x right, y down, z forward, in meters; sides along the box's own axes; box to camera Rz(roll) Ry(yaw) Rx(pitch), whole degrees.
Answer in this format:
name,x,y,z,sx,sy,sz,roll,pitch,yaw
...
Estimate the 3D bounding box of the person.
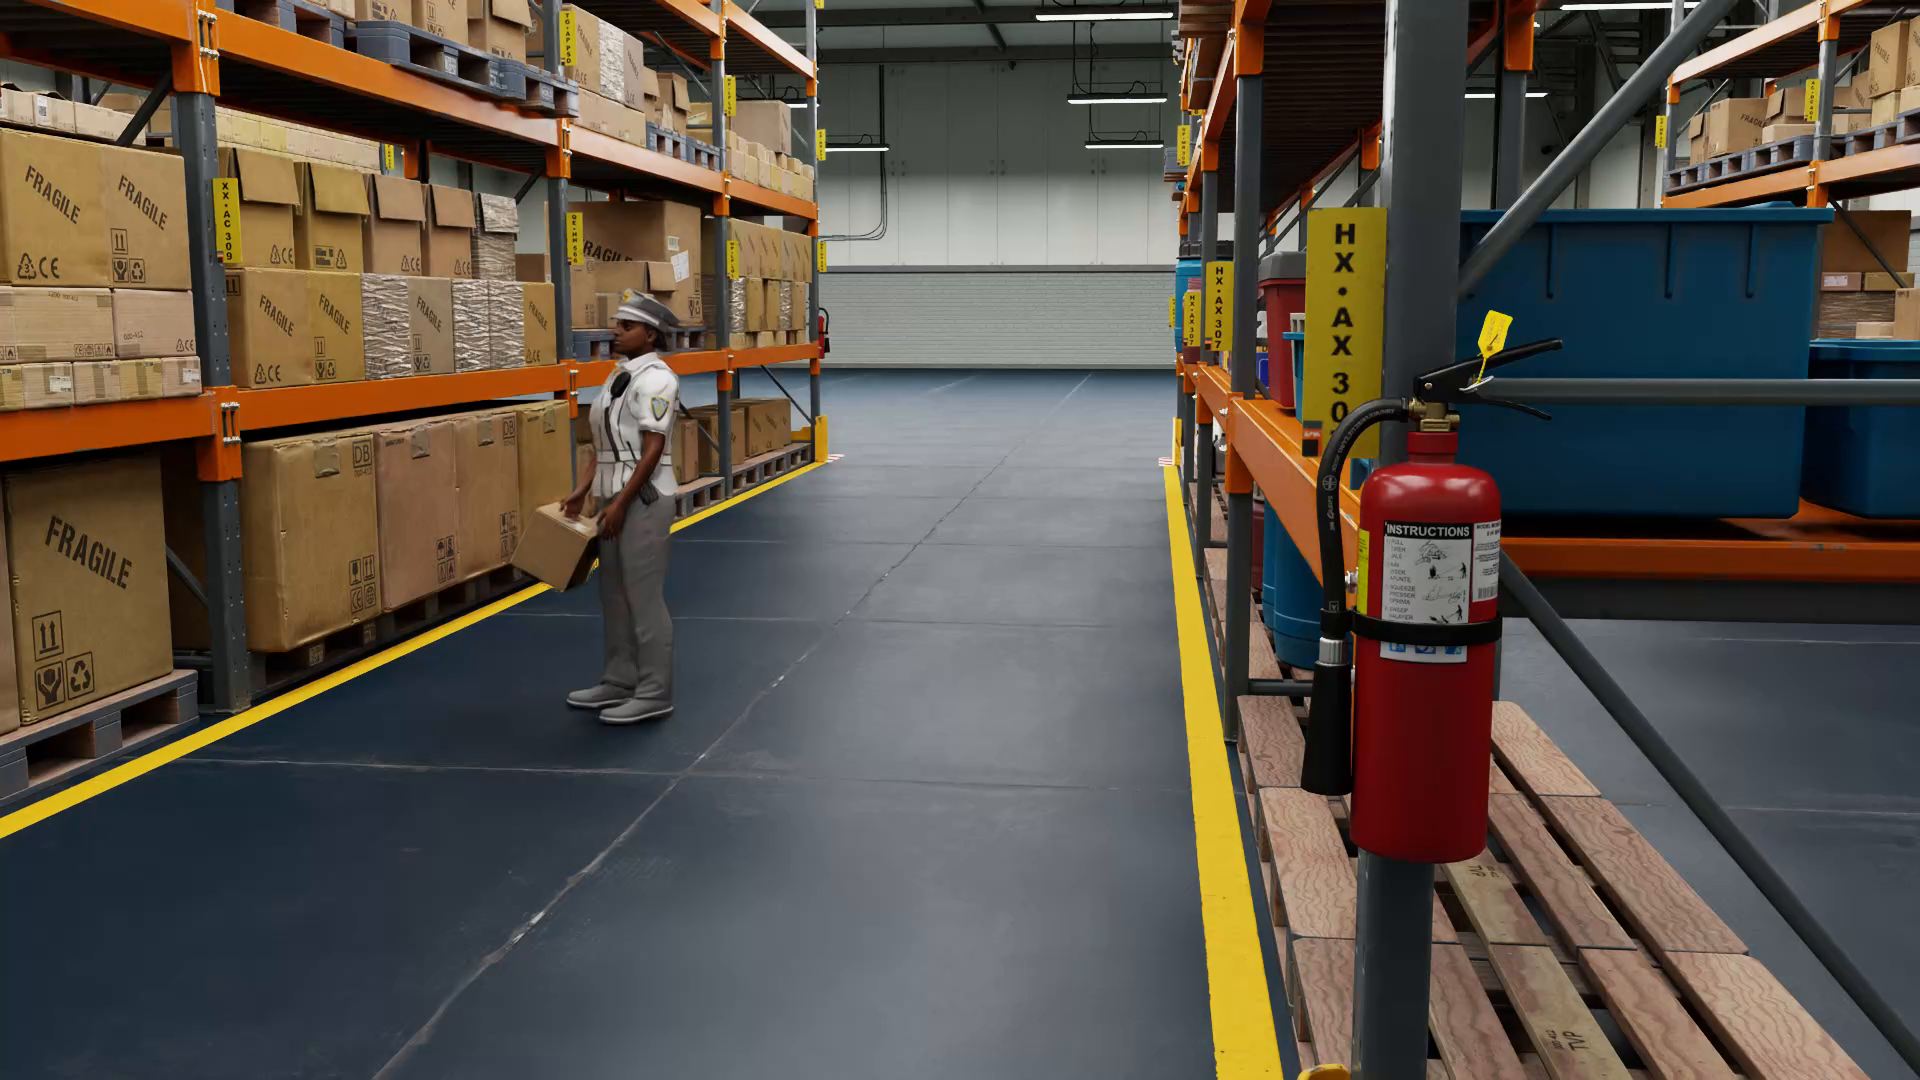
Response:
name,x,y,z,sx,sy,sz,roll,pitch,yaw
person,-1.340,-0.140,6.628,0.444,1.700,0.552,-5,9,-30
